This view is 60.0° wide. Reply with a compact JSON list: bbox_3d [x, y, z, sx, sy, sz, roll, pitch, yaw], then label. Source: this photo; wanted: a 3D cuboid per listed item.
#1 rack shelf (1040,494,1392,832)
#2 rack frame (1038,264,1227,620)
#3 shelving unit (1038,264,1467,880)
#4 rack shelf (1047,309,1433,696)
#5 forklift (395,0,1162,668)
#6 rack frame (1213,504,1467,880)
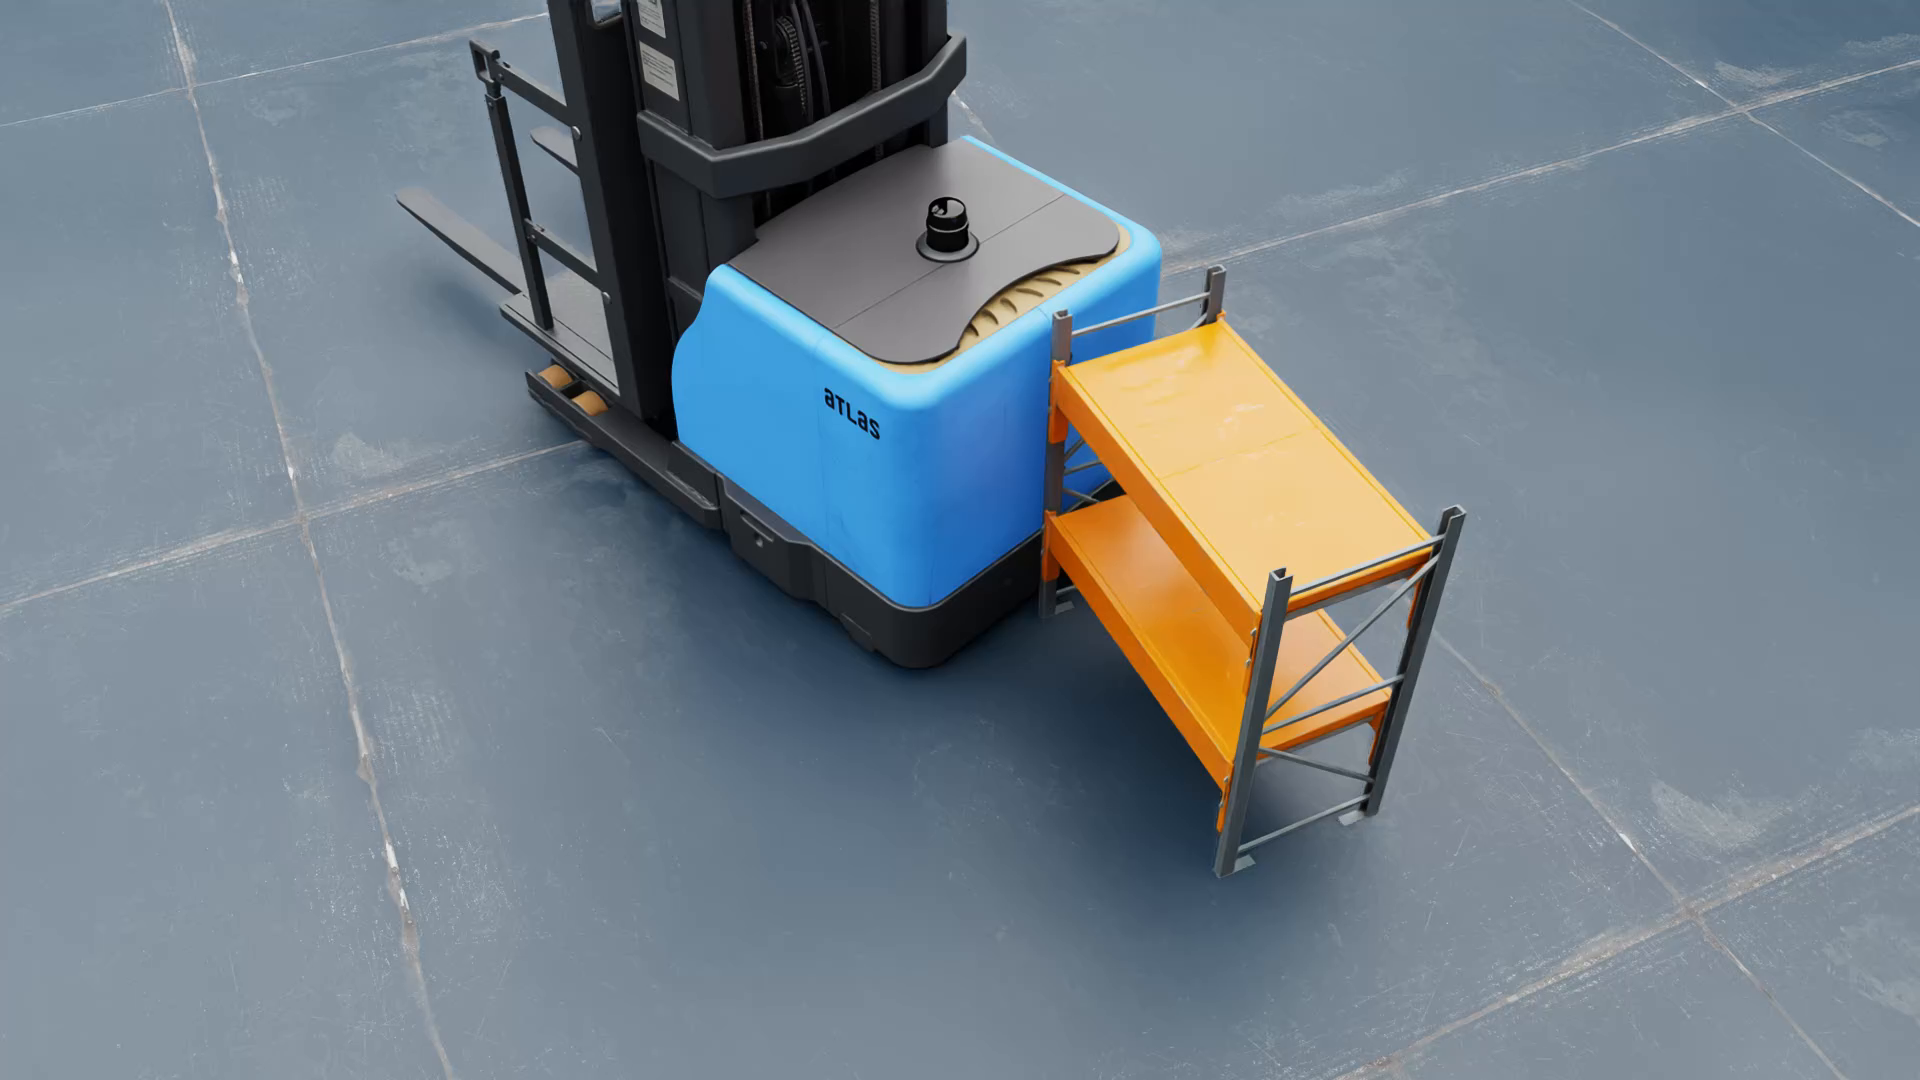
[{"bbox_3d":[0.683,0.254,4.539,0.538,0.278,1.000,-18,47,-18],"label":"rack shelf"},{"bbox_3d":[0.468,-0.243,4.695,0.500,1.125,0.032,-18,47,-18],"label":"rack frame"},{"bbox_3d":[0.683,0.080,4.368,0.538,1.125,1.048,-18,47,-18],"label":"shelving unit"},{"bbox_3d":[0.683,-0.128,4.162,0.538,0.278,1.000,-18,47,-18],"label":"rack shelf"},{"bbox_3d":[-0.823,-1.605,4.790,3.031,2.935,1.130,35,54,30],"label":"forklift"},{"bbox_3d":[0.898,0.404,4.040,0.500,1.125,0.032,-18,47,-18],"label":"rack frame"}]
